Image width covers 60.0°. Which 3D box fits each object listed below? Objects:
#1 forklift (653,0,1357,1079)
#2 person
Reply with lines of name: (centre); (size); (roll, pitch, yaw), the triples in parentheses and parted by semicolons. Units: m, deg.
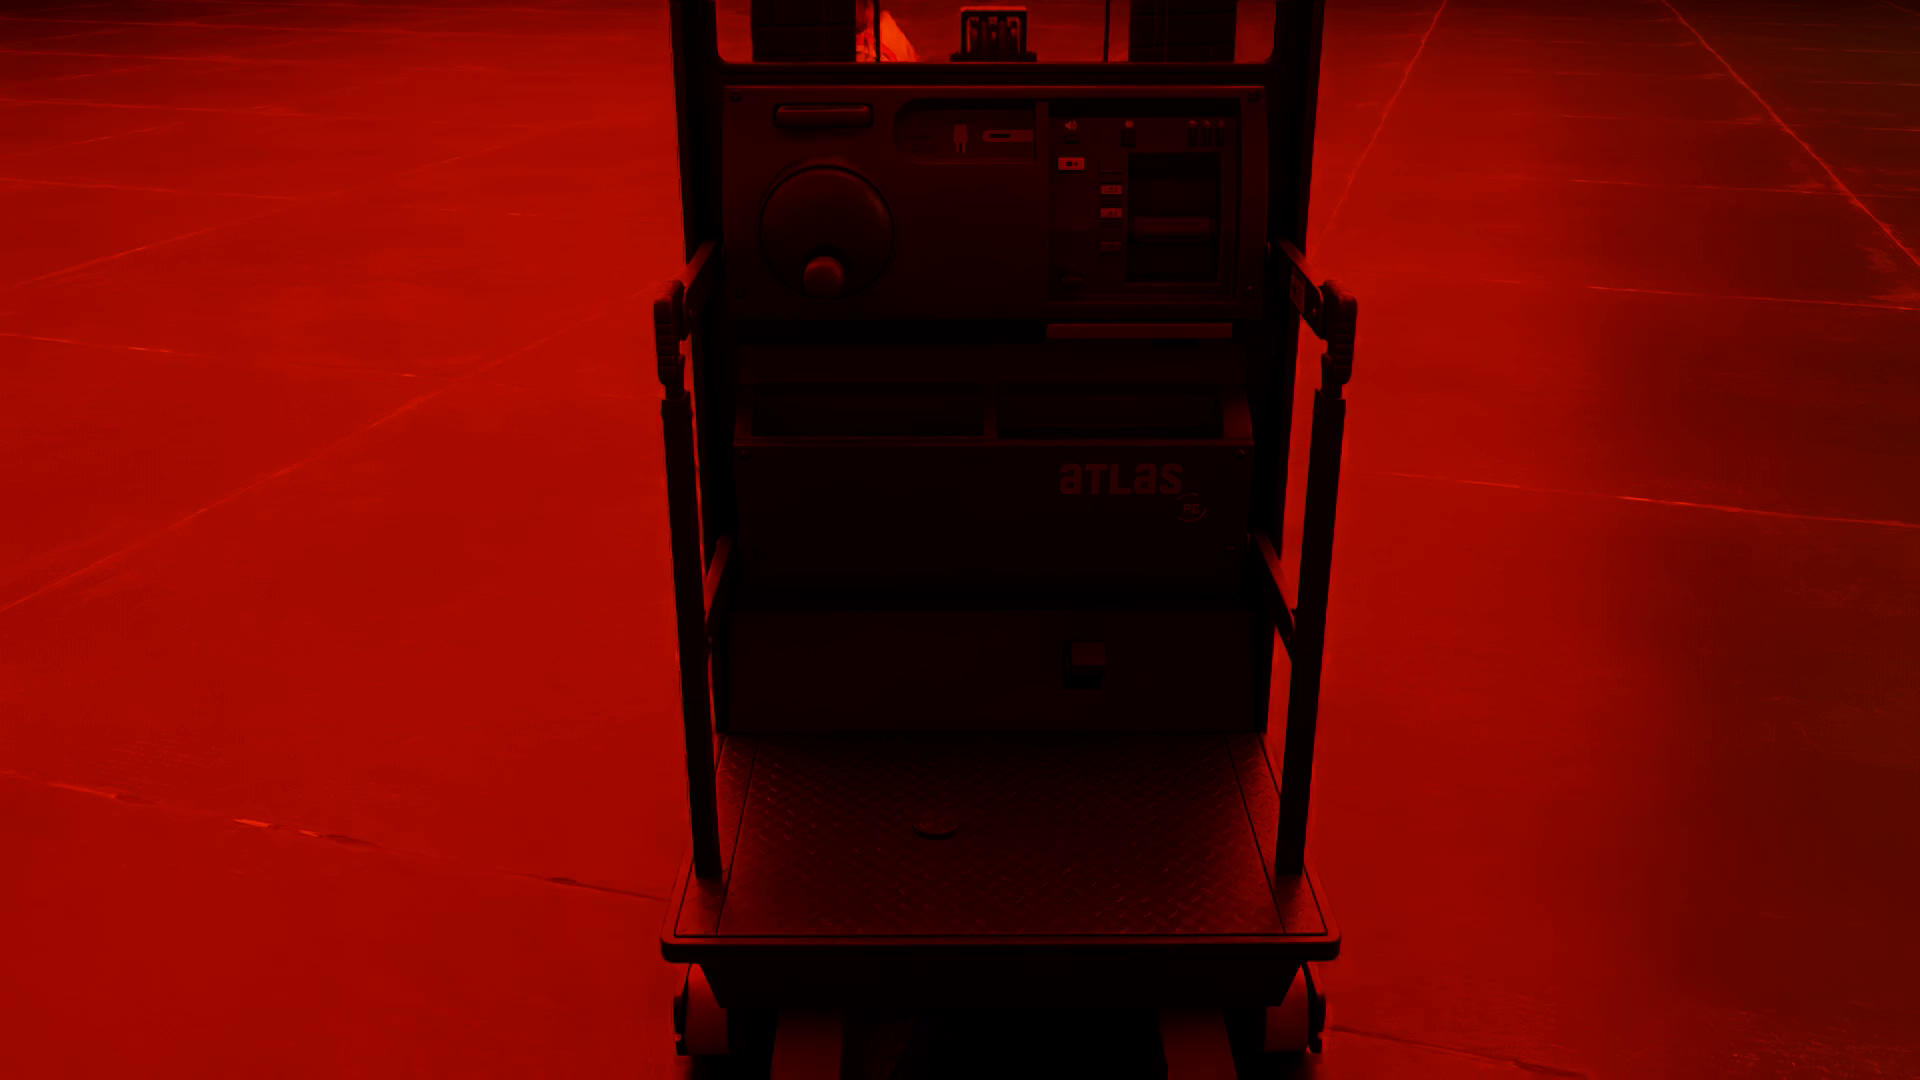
forklift: (0.063, -0.567, 2.652); (1.130, 2.935, 3.031); (0, 22, 0)
person: (-0.396, -0.865, 4.836); (0.898, 1.737, 0.743); (0, 22, 0)
